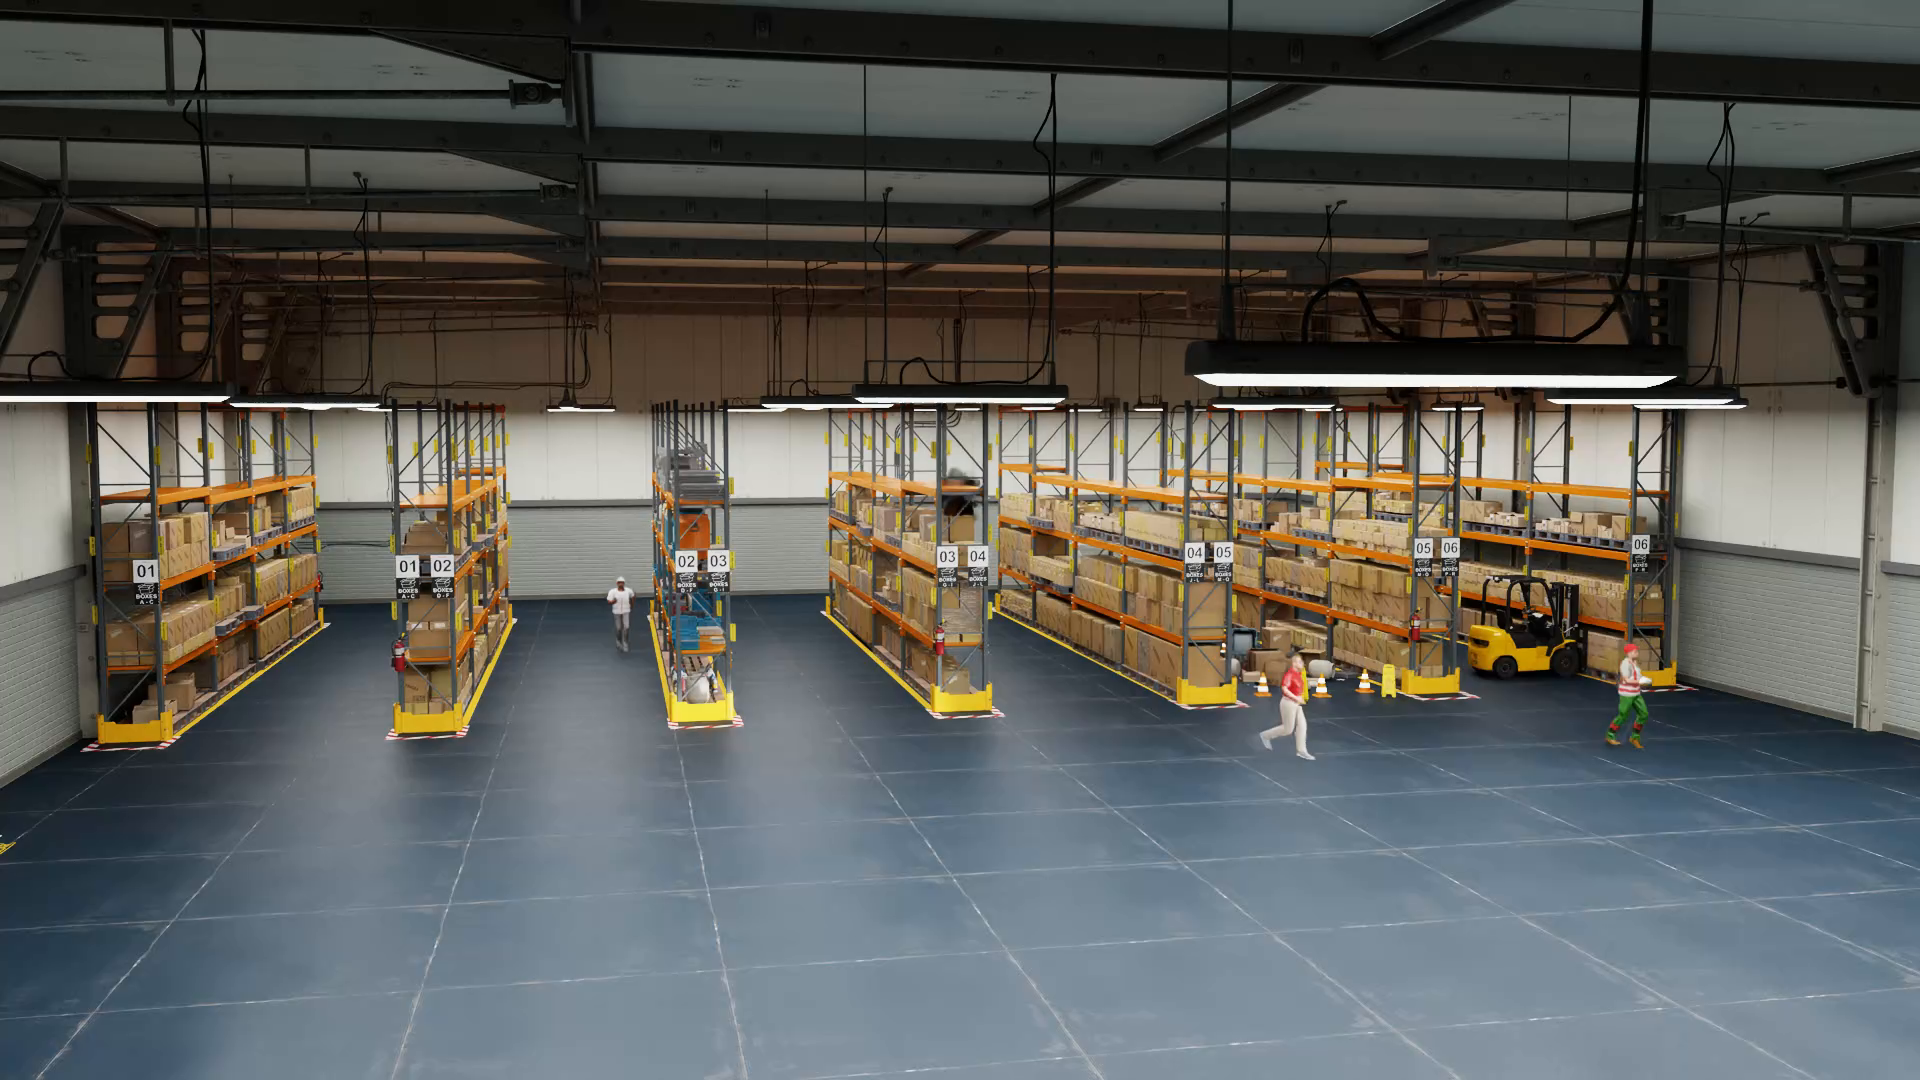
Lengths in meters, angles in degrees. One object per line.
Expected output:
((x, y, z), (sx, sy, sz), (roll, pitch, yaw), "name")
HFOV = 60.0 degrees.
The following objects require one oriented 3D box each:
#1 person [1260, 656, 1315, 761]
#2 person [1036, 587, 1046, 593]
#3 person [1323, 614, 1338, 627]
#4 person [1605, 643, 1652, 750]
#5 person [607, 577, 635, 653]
((5.499, 2.787, 27.788), (0.947, 1.724, 0.686), (2, 5, 26), "person")
((2.491, 1.027, 51.049), (0.581, 1.731, 0.667), (-3, 5, -35), "person")
((9.645, 1.693, 43.011), (0.521, 1.597, 0.717), (-1, 4, -10), "person")
((11.456, 2.688, 28.440), (0.777, 1.852, 0.664), (4, 6, 44), "person")
((-8.206, 1.799, 40.289), (0.677, 1.823, 0.738), (-1, 4, -14), "person")
